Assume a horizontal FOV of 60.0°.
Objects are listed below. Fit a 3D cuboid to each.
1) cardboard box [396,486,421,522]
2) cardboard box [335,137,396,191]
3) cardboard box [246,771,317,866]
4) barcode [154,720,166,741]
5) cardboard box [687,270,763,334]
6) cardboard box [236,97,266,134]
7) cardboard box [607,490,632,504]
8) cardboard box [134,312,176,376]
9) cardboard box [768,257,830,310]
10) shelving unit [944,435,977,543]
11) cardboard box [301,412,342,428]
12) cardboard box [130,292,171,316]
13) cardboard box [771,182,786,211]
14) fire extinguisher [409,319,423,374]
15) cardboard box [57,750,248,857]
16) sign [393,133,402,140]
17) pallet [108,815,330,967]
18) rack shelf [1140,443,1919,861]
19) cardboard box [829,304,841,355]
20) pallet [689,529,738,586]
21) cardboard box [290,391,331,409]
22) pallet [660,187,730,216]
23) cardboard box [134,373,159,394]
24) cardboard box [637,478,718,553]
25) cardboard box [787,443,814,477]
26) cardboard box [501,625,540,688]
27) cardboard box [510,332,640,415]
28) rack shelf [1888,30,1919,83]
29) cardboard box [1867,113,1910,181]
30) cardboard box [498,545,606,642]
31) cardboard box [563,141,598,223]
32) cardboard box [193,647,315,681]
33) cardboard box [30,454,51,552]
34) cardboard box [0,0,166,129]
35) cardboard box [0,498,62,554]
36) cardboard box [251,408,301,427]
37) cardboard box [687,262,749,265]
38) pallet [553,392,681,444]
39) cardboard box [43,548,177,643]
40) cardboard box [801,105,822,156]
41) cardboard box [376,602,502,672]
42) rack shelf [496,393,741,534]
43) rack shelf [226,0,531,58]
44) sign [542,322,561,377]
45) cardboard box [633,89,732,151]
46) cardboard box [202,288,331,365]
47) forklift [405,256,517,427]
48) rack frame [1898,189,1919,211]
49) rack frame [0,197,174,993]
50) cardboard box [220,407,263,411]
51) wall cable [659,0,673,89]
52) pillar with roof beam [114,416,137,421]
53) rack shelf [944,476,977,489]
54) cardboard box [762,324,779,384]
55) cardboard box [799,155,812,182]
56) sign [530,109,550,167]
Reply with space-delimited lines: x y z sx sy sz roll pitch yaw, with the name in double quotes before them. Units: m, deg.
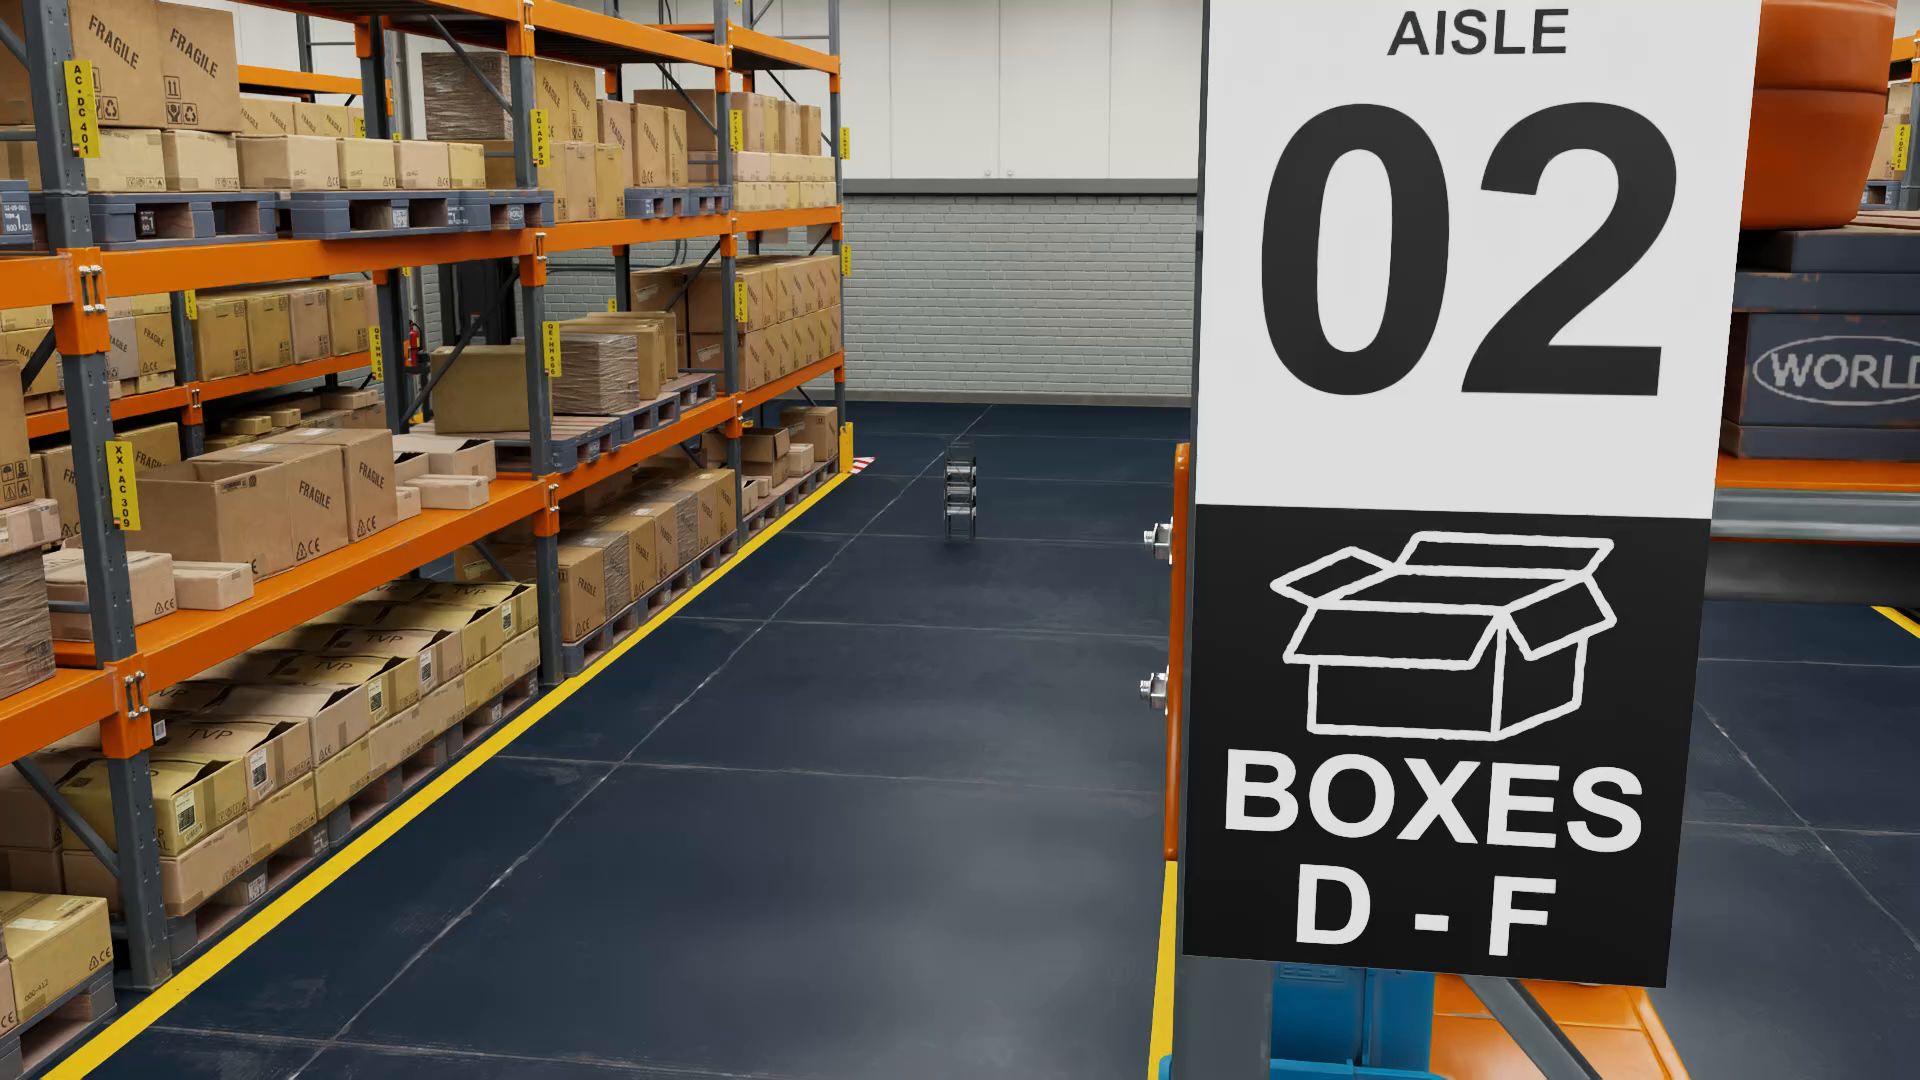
"cardboard box" -3.115 -0.195 8.873 0.380 0.149 0.250 3 12 13
"cardboard box" -3.151 -1.858 8.236 0.500 0.250 0.500 2 12 8
"cardboard box" -3.203 1.204 7.314 0.500 0.250 0.500 2 12 10
"barcode" -3.139 0.746 6.523 0.001 0.075 0.075 2 12 9
"cardboard box" -2.009 -2.044 14.247 0.500 0.500 0.500 2 12 10
"cardboard box" -6.795 -3.837 15.401 0.500 0.500 0.500 2 12 7
"cardboard box" -2.830 -0.103 12.738 0.500 0.500 0.500 2 12 9
"cardboard box" -7.076 -1.677 14.164 0.500 0.500 0.500 2 12 8
"cardboard box" -1.618 -2.581 16.739 0.500 0.500 0.500 2 12 10
"shelving unit" 0.001 -0.442 14.406 0.258 0.900 0.210 2 12 9
"cardboard box" -6.802 -1.035 17.114 0.700 0.500 0.500 1 12 7
"cardboard box" -7.074 -2.042 14.079 0.500 0.250 0.500 2 12 10
"cardboard box" -1.881 -3.112 15.048 0.500 0.250 0.500 2 12 9
"fire extinguisher" -6.160 -2.206 18.679 0.296 0.674 0.183 2 12 9
"cardboard box" -3.280 1.035 6.771 0.500 0.311 0.500 2 12 9
"sign" -6.105 -4.250 18.059 0.100 0.325 0.005 2 12 9
"pallet" -3.515 1.456 7.234 1.003 0.211 1.213 2 12 9
"rack shelf" 0.997 -0.289 3.303 1.077 0.370 4.000 2 12 9
"cardboard box" -1.544 -2.197 17.330 0.500 0.500 0.500 2 12 10
"pallet" -2.447 0.116 13.453 1.003 0.211 1.213 2 12 9
"cardboard box" -6.904 -1.488 17.676 0.380 0.149 0.250 2 12 9
"pallet" -2.529 -2.658 13.035 1.213 0.211 1.003 2 12 9
"cardboard box" -7.042 -1.331 14.099 0.380 0.149 0.250 2 12 10
"cardboard box" -2.236 -0.196 13.171 0.500 0.500 0.500 2 12 9
"cardboard box" -1.760 -0.803 16.582 0.500 0.250 0.500 2 12 9
"cardboard box" -2.814 0.672 9.787 0.500 0.250 0.500 2 12 10
"cardboard box" -2.660 -1.158 11.512 0.700 0.500 0.500 4 13 19
"rack shelf" 7.736 -3.897 13.875 1.077 0.370 4.000 2 12 9
"cardboard box" 7.490 -3.030 12.841 0.700 0.500 0.500 1 12 5
"cardboard box" -2.622 0.337 10.700 0.500 0.500 0.500 2 12 11
"cardboard box" -2.862 -2.298 10.679 0.910 0.500 0.500 2 12 9
"cardboard box" -3.577 0.702 8.314 0.500 0.311 0.500 2 12 8
"cardboard box" -7.486 -0.230 12.546 0.750 0.750 0.750 2 12 8
"cardboard box" -3.456 -1.844 6.389 0.500 0.500 0.500 2 12 9
"cardboard box" -3.420 -0.054 5.849 0.380 0.149 0.250 2 12 9
"cardboard box" -6.725 -1.204 16.357 0.380 0.149 0.250 2 12 7
"cardboard box" -2.305 -2.385 15.830 0.500 0.500 0.500 2 12 8
"pallet" -2.680 -0.896 11.986 1.003 0.211 1.213 2 12 9
"cardboard box" -3.557 0.217 6.721 0.500 0.250 0.500 3 12 12
"cardboard box" -1.807 -4.147 16.883 0.700 0.500 0.500 2 12 9
"cardboard box" -2.885 0.505 9.227 0.500 0.311 0.500 2 12 8
"rack shelf" -2.667 -0.649 12.094 1.077 0.370 4.000 2 12 9
"rack shelf" -3.282 -2.554 7.641 1.077 0.370 4.000 2 12 9
"sign" -2.425 -1.133 9.884 0.100 0.325 0.005 2 12 9
"cardboard box" -2.322 -3.524 13.994 0.700 0.500 0.500 2 12 9
"cardboard box" -6.935 -2.140 16.590 0.980 0.700 0.700 1 12 6
"forklift" -5.133 -1.887 16.291 3.031 2.935 1.130 -1 12 -3
"rack frame" 7.429 -1.096 12.457 1.000 3.000 0.127 2 12 9
"rack frame" -3.590 0.248 6.223 1.000 3.000 0.127 2 12 9
"cardboard box" -7.098 -1.223 16.447 0.380 0.149 0.250 2 12 9
"wall cable" -2.743 -7.372 22.721 3.097 2.526 0.112 2 12 9
"pillar with roof beam" -3.748 -4.544 14.218 9.100 9.000 0.400 2 12 9
"rack shelf" 0.001 -0.497 14.394 0.258 0.077 0.200 2 12 9
"cardboard box" -1.936 -1.670 14.886 0.500 0.500 0.500 2 12 10
"cardboard box" -1.728 -3.564 15.961 0.500 0.250 0.500 2 12 9
"sign" -2.427 -2.323 9.616 0.100 0.325 0.005 2 12 9
